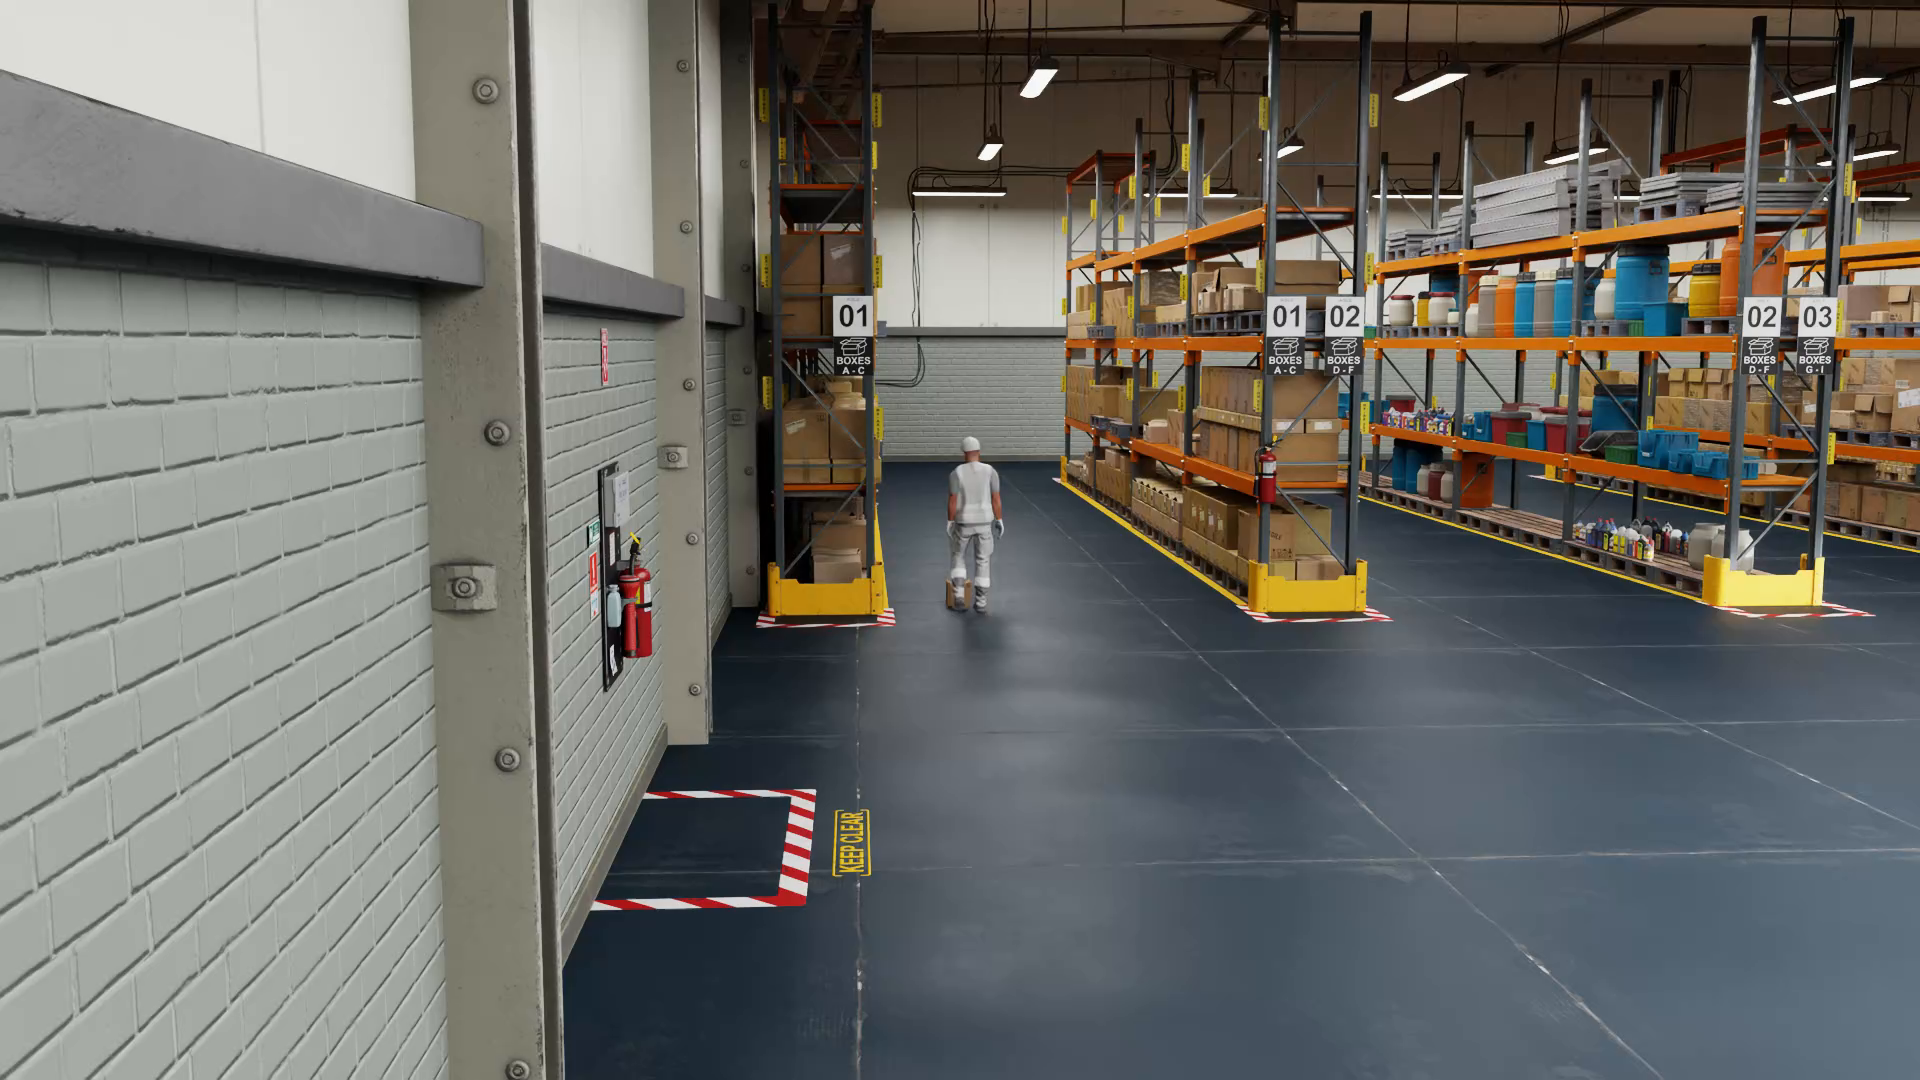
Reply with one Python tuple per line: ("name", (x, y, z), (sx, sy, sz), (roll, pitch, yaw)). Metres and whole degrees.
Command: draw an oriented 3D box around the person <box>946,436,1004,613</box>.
("person", (0.150, -0.149, 16.965), (0.587, 1.823, 0.421), (-1, 7, -5))
